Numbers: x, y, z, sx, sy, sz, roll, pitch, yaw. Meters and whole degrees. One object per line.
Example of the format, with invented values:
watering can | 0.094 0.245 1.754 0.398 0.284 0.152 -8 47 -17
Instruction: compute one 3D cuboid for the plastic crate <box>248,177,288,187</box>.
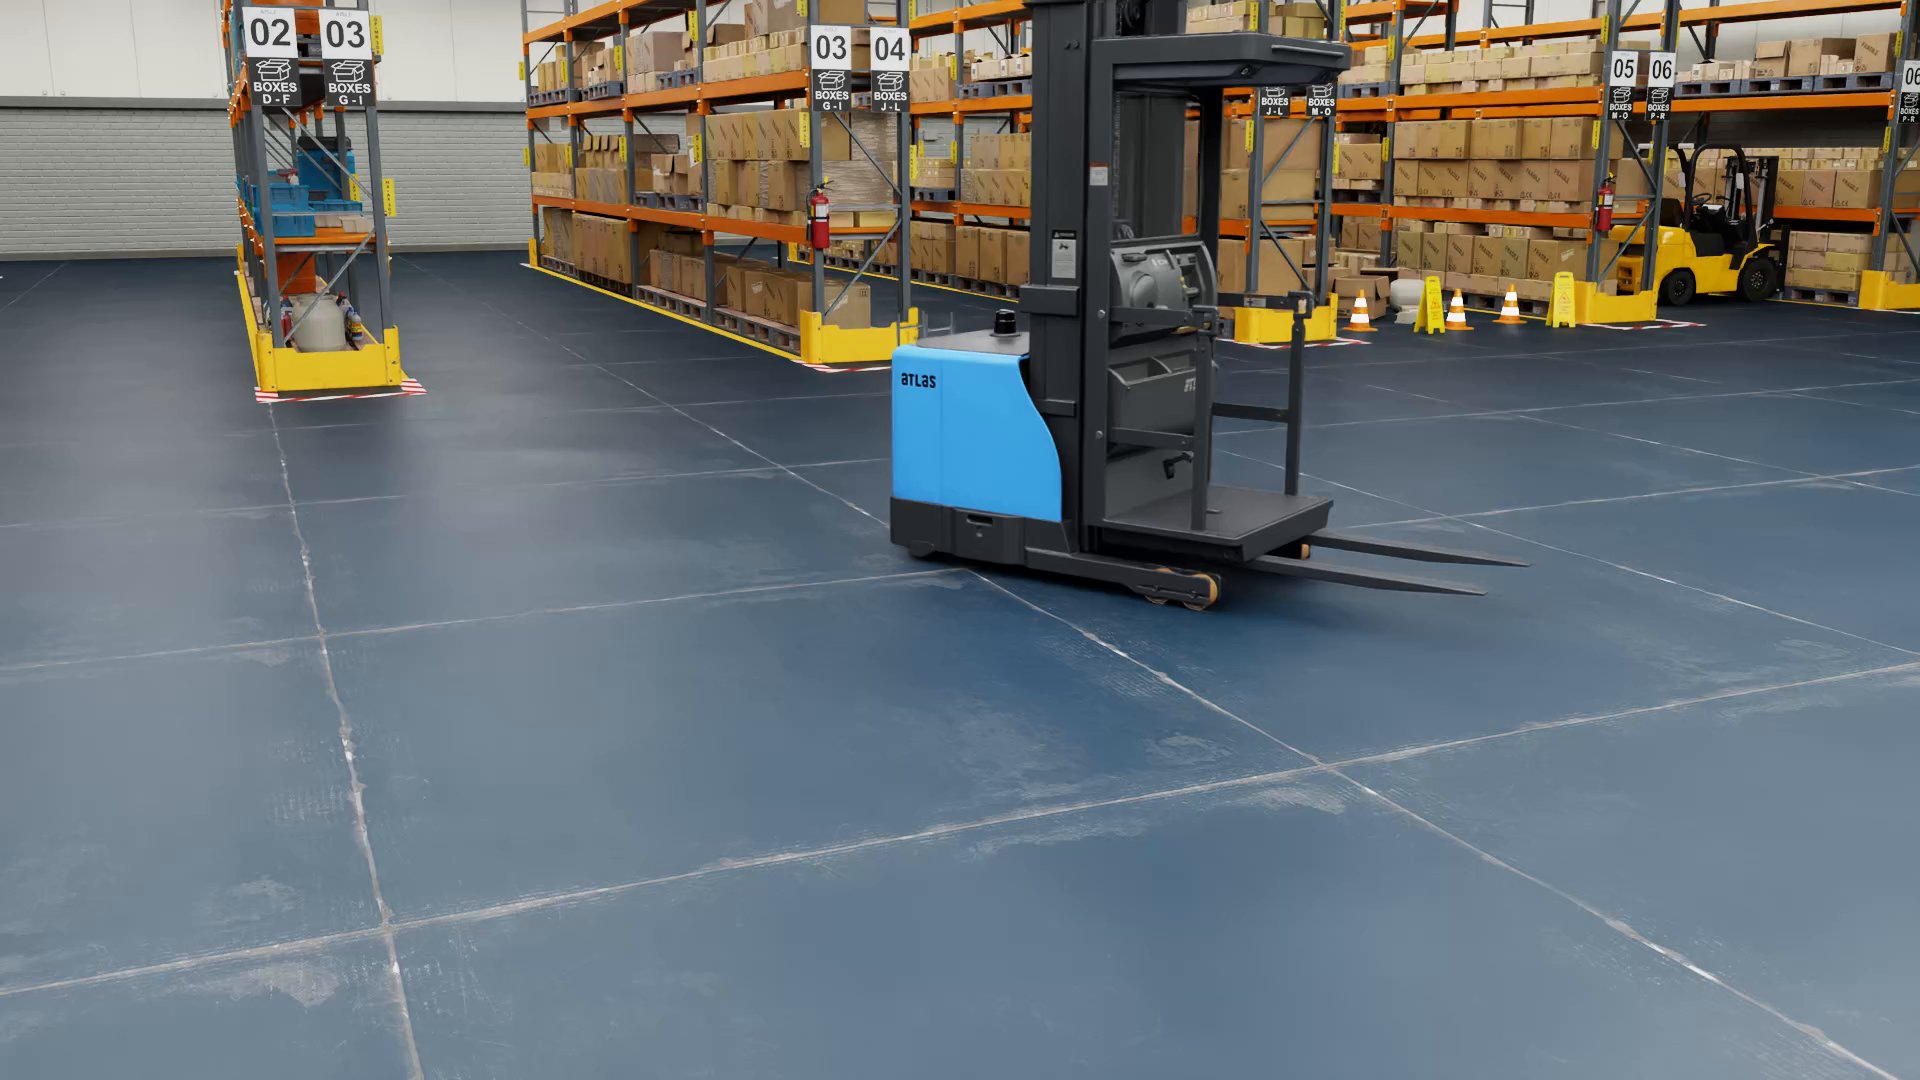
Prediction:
plastic crate | -7.590 -3.750 18.277 0.402 0.464 0.583 -6 14 -23

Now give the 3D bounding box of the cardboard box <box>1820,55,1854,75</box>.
cardboard box | 11.939 -6.457 22.607 0.396 0.266 0.258 -6 14 -23

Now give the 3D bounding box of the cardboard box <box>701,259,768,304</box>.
cardboard box | -2.804 -3.219 20.693 0.700 0.500 0.500 -7 15 -27

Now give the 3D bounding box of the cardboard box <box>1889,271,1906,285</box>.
cardboard box | 12.634 -3.595 22.919 0.500 0.250 0.500 -6 14 -23

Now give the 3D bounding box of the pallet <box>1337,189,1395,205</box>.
pallet | 6.330 -5.066 24.532 1.003 0.211 1.213 -6 14 -23

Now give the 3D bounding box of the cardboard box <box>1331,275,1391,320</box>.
cardboard box | 5.081 -3.080 21.062 0.637 0.503 0.797 6 14 26

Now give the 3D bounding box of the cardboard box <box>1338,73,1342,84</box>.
cardboard box | 5.734 -6.899 24.777 0.500 0.250 0.500 -5 14 -22

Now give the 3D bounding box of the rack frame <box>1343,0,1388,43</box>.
rack frame | 7.844 -10.013 32.177 1.000 3.000 0.127 -6 14 -23

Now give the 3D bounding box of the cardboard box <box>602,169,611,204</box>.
cardboard box | -5.010 -5.259 24.717 0.500 0.500 0.500 -6 14 -25

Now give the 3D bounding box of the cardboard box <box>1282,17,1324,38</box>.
cardboard box | 3.651 -5.604 18.296 0.500 0.250 0.500 -6 14 -23

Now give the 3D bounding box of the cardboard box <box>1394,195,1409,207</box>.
cardboard box | 6.335 -4.772 23.394 0.380 0.149 0.250 -6 14 -23

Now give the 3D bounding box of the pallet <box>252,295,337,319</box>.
pallet | -8.444 -2.950 21.150 1.003 0.211 1.213 -6 14 -23

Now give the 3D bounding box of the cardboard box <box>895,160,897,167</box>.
cardboard box | -0.831 -6.100 26.881 0.380 0.149 0.250 -5 14 -21

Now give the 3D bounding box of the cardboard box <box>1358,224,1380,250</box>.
cardboard box | 8.054 -5.848 32.097 0.500 0.500 0.500 -6 14 -24

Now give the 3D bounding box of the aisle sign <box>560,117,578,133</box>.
aisle sign | -7.139 -7.881 30.504 0.394 0.787 0.004 -6 14 -23

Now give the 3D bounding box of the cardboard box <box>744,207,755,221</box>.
cardboard box | -2.154 -3.591 18.289 0.380 0.149 0.250 -6 14 -23

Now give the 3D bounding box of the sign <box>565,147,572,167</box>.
sign | -6.290 -6.156 26.721 0.100 0.325 0.005 -6 14 -23

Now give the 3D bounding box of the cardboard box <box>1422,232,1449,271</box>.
cardboard box | 6.717 -3.963 22.844 0.500 0.500 0.500 -5 14 -21

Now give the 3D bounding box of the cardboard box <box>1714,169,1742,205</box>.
cardboard box | 11.415 -5.160 24.293 0.500 0.500 0.500 -6 14 -24

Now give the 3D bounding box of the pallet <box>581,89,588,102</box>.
pallet | -5.370 -6.929 25.930 0.805 0.209 1.217 -6 14 -25

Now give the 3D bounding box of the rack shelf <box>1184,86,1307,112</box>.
rack shelf | 2.808 -5.218 19.707 1.077 0.370 4.000 -6 14 -23

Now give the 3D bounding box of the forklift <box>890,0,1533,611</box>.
forklift | 1.139 -1.245 7.751 3.031 2.935 1.130 9 16 34

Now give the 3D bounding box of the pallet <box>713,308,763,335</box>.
pallet | -2.276 -2.599 19.633 1.003 0.211 1.213 -6 14 -23

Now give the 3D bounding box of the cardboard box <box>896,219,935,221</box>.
cardboard box | -0.728 -5.133 27.347 0.500 0.250 0.500 -5 14 -21

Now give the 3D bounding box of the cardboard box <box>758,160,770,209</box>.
cardboard box | -1.642 -3.776 17.653 0.875 0.500 0.500 -6 14 -23

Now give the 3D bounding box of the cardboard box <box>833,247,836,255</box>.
cardboard box | -2.124 -5.313 30.565 0.380 0.149 0.250 -5 14 -22

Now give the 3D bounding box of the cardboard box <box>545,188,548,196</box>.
cardboard box | -7.028 -6.082 29.052 0.380 0.149 0.250 -6 14 -24

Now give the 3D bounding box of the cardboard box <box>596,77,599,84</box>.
cardboard box | -5.323 -6.969 25.300 0.380 0.149 0.250 -6 14 -25

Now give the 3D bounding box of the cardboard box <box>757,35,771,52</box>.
cardboard box | -1.887 -5.148 17.258 0.380 0.149 0.250 -6 15 -26

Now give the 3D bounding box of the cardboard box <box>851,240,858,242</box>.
cardboard box | -1.717 -5.378 29.527 0.380 0.149 0.250 -5 14 -22

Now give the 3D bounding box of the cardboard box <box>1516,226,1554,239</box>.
cardboard box | 7.336 -3.920 21.221 0.380 0.149 0.250 -5 14 -21

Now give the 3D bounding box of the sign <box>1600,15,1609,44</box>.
sign | 7.588 -6.009 19.564 0.100 0.325 0.005 -6 14 -23

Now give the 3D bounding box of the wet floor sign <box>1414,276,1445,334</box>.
wet floor sign | 5.435 -2.720 19.191 0.267 0.644 0.232 -9 16 -33

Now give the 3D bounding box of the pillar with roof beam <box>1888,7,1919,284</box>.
pillar with roof beam | 9.254 -7.370 20.758 9.100 9.000 0.400 -6 14 -23

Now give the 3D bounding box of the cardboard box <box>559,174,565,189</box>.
cardboard box | -6.409 -5.992 27.782 0.500 0.250 0.500 -5 14 -21

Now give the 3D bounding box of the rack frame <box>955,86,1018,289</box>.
rack frame | 0.405 -5.347 25.320 1.000 3.000 0.127 -6 14 -23

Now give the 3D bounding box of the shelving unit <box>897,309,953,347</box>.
shelving unit | -0.184 -0.610 8.844 0.189 1.200 0.258 9 16 34

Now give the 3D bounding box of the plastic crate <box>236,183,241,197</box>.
plastic crate | -11.478 -5.658 26.903 0.416 0.233 0.300 -6 14 -23

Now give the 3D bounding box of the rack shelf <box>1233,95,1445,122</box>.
rack shelf | 5.701 -6.513 25.300 1.077 0.370 4.000 -6 14 -23

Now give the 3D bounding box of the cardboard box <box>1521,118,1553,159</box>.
cardboard box | 7.504 -5.034 20.869 0.700 0.500 0.500 -5 14 -22

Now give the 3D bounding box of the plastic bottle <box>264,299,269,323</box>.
plastic bottle | -7.173 -2.366 17.338 0.144 0.351 0.185 -5 14 -21

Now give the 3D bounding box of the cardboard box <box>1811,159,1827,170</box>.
cardboard box | 11.989 -5.184 22.955 0.380 0.149 0.250 -6 14 -23

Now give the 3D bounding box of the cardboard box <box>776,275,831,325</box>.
cardboard box | -1.715 -2.636 18.218 0.500 0.500 0.500 -4 14 -18

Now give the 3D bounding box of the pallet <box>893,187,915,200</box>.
pallet | -0.425 -5.659 27.093 1.003 0.211 1.213 -6 14 -23

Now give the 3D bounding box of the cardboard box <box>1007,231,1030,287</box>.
cardboard box | 1.293 -3.949 23.337 1.050 0.750 0.750 -6 14 -23

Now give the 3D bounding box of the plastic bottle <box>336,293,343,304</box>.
plastic bottle | -6.594 -2.463 17.758 0.144 0.351 0.185 -6 14 -24

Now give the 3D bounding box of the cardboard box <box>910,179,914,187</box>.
cardboard box | -0.621 -5.701 26.478 0.380 0.149 0.250 -6 14 -25

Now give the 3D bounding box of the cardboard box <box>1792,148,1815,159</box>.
cardboard box | 11.820 -5.378 23.132 0.380 0.149 0.250 -5 14 -22

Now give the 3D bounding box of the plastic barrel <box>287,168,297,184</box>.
plastic barrel | -8.255 -4.470 21.230 0.600 0.536 0.708 -6 14 -23

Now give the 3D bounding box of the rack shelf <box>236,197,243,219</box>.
rack shelf | -11.122 -5.362 26.979 1.077 0.370 4.000 -6 14 -23

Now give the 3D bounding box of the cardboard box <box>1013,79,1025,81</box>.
cardboard box | 1.099 -6.829 24.117 0.500 0.311 0.500 -6 14 -23

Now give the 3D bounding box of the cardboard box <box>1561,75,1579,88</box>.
cardboard box | 7.576 -5.598 20.310 0.380 0.149 0.250 -6 14 -23

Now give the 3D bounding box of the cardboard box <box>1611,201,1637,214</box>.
cardboard box | 8.158 -4.129 20.613 0.380 0.149 0.250 -6 14 -23

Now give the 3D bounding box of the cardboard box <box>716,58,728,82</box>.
cardboard box | -2.416 -5.257 18.611 0.500 0.250 0.500 -6 14 -23

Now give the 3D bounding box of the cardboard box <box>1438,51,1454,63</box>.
cardboard box | 6.639 -6.458 22.258 0.380 0.149 0.250 -6 14 -23

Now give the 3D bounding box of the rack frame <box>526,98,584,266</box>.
rack frame | -7.385 -6.573 30.616 1.000 3.000 0.127 -6 14 -23

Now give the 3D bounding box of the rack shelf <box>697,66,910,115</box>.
rack shelf | -1.777 -4.791 17.862 1.077 0.370 4.000 -6 14 -23
